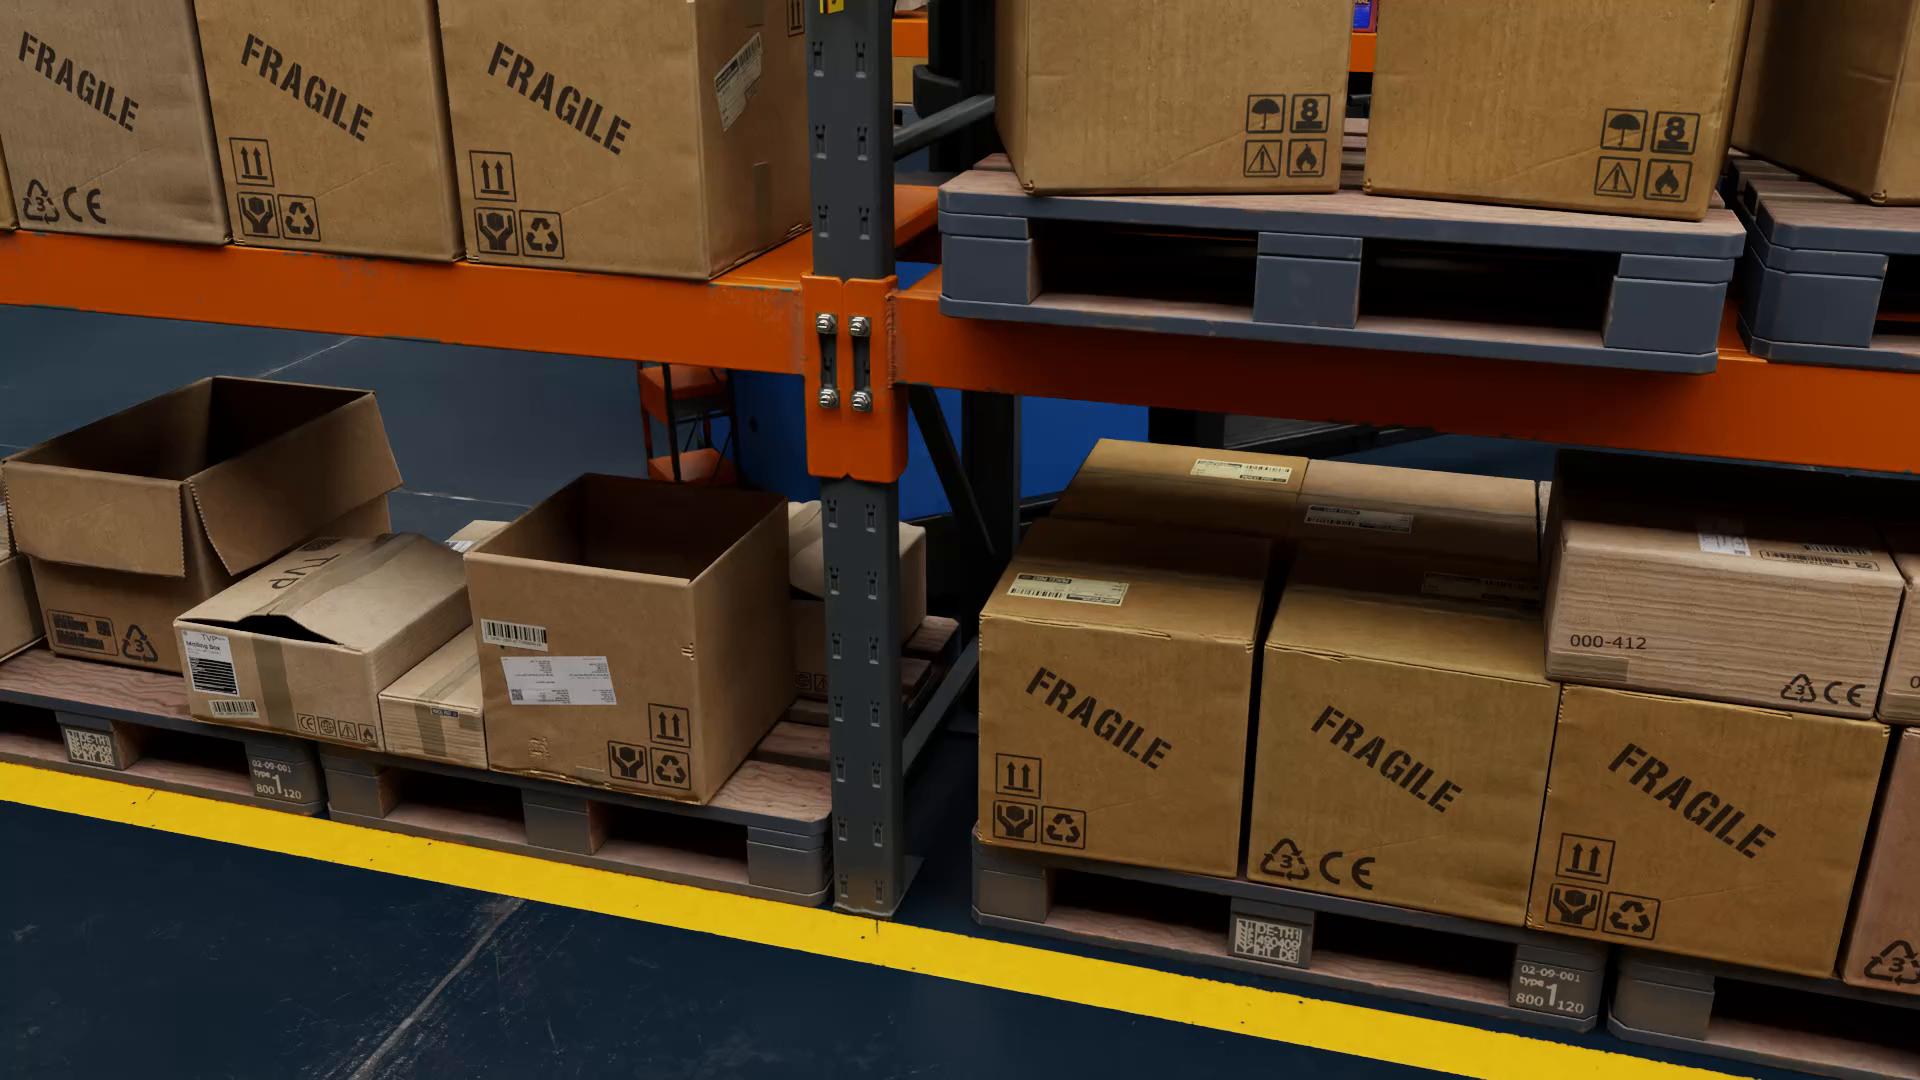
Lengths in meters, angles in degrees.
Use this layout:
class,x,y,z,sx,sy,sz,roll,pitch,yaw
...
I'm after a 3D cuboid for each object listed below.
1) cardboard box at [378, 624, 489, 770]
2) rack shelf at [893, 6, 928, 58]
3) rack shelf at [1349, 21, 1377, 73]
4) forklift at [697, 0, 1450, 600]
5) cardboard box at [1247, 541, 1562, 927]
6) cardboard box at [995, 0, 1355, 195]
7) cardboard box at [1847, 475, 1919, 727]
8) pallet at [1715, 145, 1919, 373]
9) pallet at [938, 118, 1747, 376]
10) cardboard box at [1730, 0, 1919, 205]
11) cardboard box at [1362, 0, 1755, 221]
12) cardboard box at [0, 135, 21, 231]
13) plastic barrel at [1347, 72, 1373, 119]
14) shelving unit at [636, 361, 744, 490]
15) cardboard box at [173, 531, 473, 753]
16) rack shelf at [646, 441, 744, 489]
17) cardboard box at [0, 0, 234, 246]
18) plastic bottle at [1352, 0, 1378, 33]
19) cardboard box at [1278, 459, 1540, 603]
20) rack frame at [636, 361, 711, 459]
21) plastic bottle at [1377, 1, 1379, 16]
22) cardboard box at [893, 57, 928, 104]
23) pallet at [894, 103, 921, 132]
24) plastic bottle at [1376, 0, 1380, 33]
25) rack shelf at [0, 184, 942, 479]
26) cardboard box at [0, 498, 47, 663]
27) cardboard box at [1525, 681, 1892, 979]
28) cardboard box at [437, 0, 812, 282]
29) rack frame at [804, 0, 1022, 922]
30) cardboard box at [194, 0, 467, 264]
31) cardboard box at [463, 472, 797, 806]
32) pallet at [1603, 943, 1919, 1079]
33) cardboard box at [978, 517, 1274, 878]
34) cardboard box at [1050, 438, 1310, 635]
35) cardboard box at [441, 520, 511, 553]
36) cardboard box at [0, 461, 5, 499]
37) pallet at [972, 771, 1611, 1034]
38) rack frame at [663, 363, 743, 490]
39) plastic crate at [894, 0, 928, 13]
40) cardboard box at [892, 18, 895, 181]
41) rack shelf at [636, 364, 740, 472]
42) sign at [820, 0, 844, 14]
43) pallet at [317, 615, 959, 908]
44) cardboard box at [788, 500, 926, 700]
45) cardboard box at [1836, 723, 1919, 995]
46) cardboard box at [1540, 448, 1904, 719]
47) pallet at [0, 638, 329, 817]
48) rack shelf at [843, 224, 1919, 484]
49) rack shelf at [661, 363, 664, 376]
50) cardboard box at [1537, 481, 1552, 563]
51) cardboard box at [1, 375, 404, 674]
class,x,y,z,sx,sy,sz,roll,pitch,yaw
cardboard box,-1.059,0.337,3.673,0.250,0.149,0.380,7,23,16
rack shelf,-0.536,-2.485,8.325,4.000,0.370,1.077,7,23,16
rack shelf,3.294,-2.047,7.256,4.000,0.370,1.077,7,23,16
forklift,0.715,-1.512,5.095,3.031,2.935,1.130,-11,25,-26
cardboard box,0.851,0.349,3.180,0.500,0.500,0.500,7,23,16
cardboard box,0.333,-0.907,2.844,0.500,0.500,0.700,-1,22,-3
cardboard box,1.775,0.112,2.770,0.500,0.250,0.500,6,23,14
pallet,1.911,-0.484,2.750,1.213,0.211,1.003,7,23,16
pallet,0.678,-0.584,2.993,1.213,0.211,1.003,7,23,16
cardboard box,1.654,-0.869,2.751,0.500,0.500,0.700,1,22,2
cardboard box,1.010,-0.855,2.716,0.500,0.500,0.700,10,25,24
cardboard box,-2.083,-0.974,3.560,0.500,0.500,0.500,7,23,16
plastic barrel,1.895,-1.757,7.812,0.708,0.901,0.600,7,23,16
shelving unit,-0.787,-0.383,4.811,0.215,1.050,0.252,-14,26,-26
cardboard box,-1.401,0.199,3.795,0.500,0.311,0.500,7,23,16
rack shelf,-0.779,-0.118,4.925,0.215,0.259,0.240,-14,26,-26
cardboard box,-1.595,-0.919,3.426,0.500,0.500,0.500,7,23,17
plastic bottle,1.734,-2.335,7.164,0.133,0.283,0.061,7,23,16
cardboard box,0.971,0.160,3.640,0.500,0.500,0.500,7,23,16
rack frame,-0.845,-0.424,4.910,0.200,1.050,0.008,-14,26,-26
plastic bottle,1.969,-2.579,7.866,0.097,0.201,0.097,0,22,0
cardboard box,-0.384,-4.007,13.333,0.875,0.875,0.875,7,23,16
pallet,-0.232,-3.488,13.494,1.213,0.211,1.003,7,23,16
plastic bottle,1.850,-2.291,7.165,0.097,0.201,0.097,0,22,0
rack shelf,-1.970,-0.686,3.938,4.000,0.370,1.077,7,23,16
cardboard box,-2.489,0.103,4.111,0.500,0.250,0.500,7,23,16
cardboard box,1.327,0.407,3.040,0.500,0.500,0.500,7,23,16
cardboard box,-0.608,-0.808,3.154,0.500,0.500,0.500,7,23,16
rack frame,-0.055,-0.800,3.267,0.127,3.000,1.000,7,23,16
cardboard box,-1.102,-0.864,3.291,0.500,0.500,0.500,7,23,17
cardboard box,-0.683,0.194,3.559,0.500,0.500,0.500,7,23,16
pallet,1.906,0.699,3.288,1.213,0.211,1.003,7,23,16
cardboard box,0.337,0.295,3.313,0.500,0.500,0.500,5,23,13
cardboard box,0.500,0.103,3.780,0.500,0.500,0.500,6,23,15
cardboard box,-1.226,0.092,4.247,0.250,0.166,0.380,7,23,16
cardboard box,-2.392,-0.084,4.567,0.500,0.250,0.500,7,23,16
pallet,0.734,0.566,3.612,1.213,0.211,1.003,7,23,16
rack frame,-0.728,-0.342,4.712,0.200,1.050,0.008,-14,26,-26
plastic crate,-0.375,-2.586,7.891,0.466,0.136,0.293,7,23,16
cardboard box,-0.465,-1.001,3.626,0.500,0.500,0.500,7,23,17
rack shelf,-0.787,-0.373,4.815,0.215,0.259,0.240,-14,26,-26
sign,-0.205,-1.002,2.620,0.005,0.325,0.100,7,23,16
pallet,-0.713,0.415,3.981,1.213,0.211,1.003,7,23,16
cardboard box,-0.395,0.116,3.998,0.500,0.311,0.500,7,23,16
cardboard box,1.811,0.462,2.904,0.500,0.500,0.500,6,23,14
cardboard box,1.295,0.057,2.903,0.500,0.250,0.500,7,23,16
pallet,-1.884,0.282,4.305,1.213,0.211,1.003,7,23,16
rack shelf,1.859,-0.248,2.869,4.000,0.370,1.077,7,23,16
rack shelf,-0.795,-0.634,4.704,0.215,0.259,0.240,-14,26,-26
cardboard box,1.451,0.216,3.506,0.500,0.500,0.500,7,23,16
cardboard box,-1.856,-0.052,4.155,0.637,0.503,0.797,7,23,16
